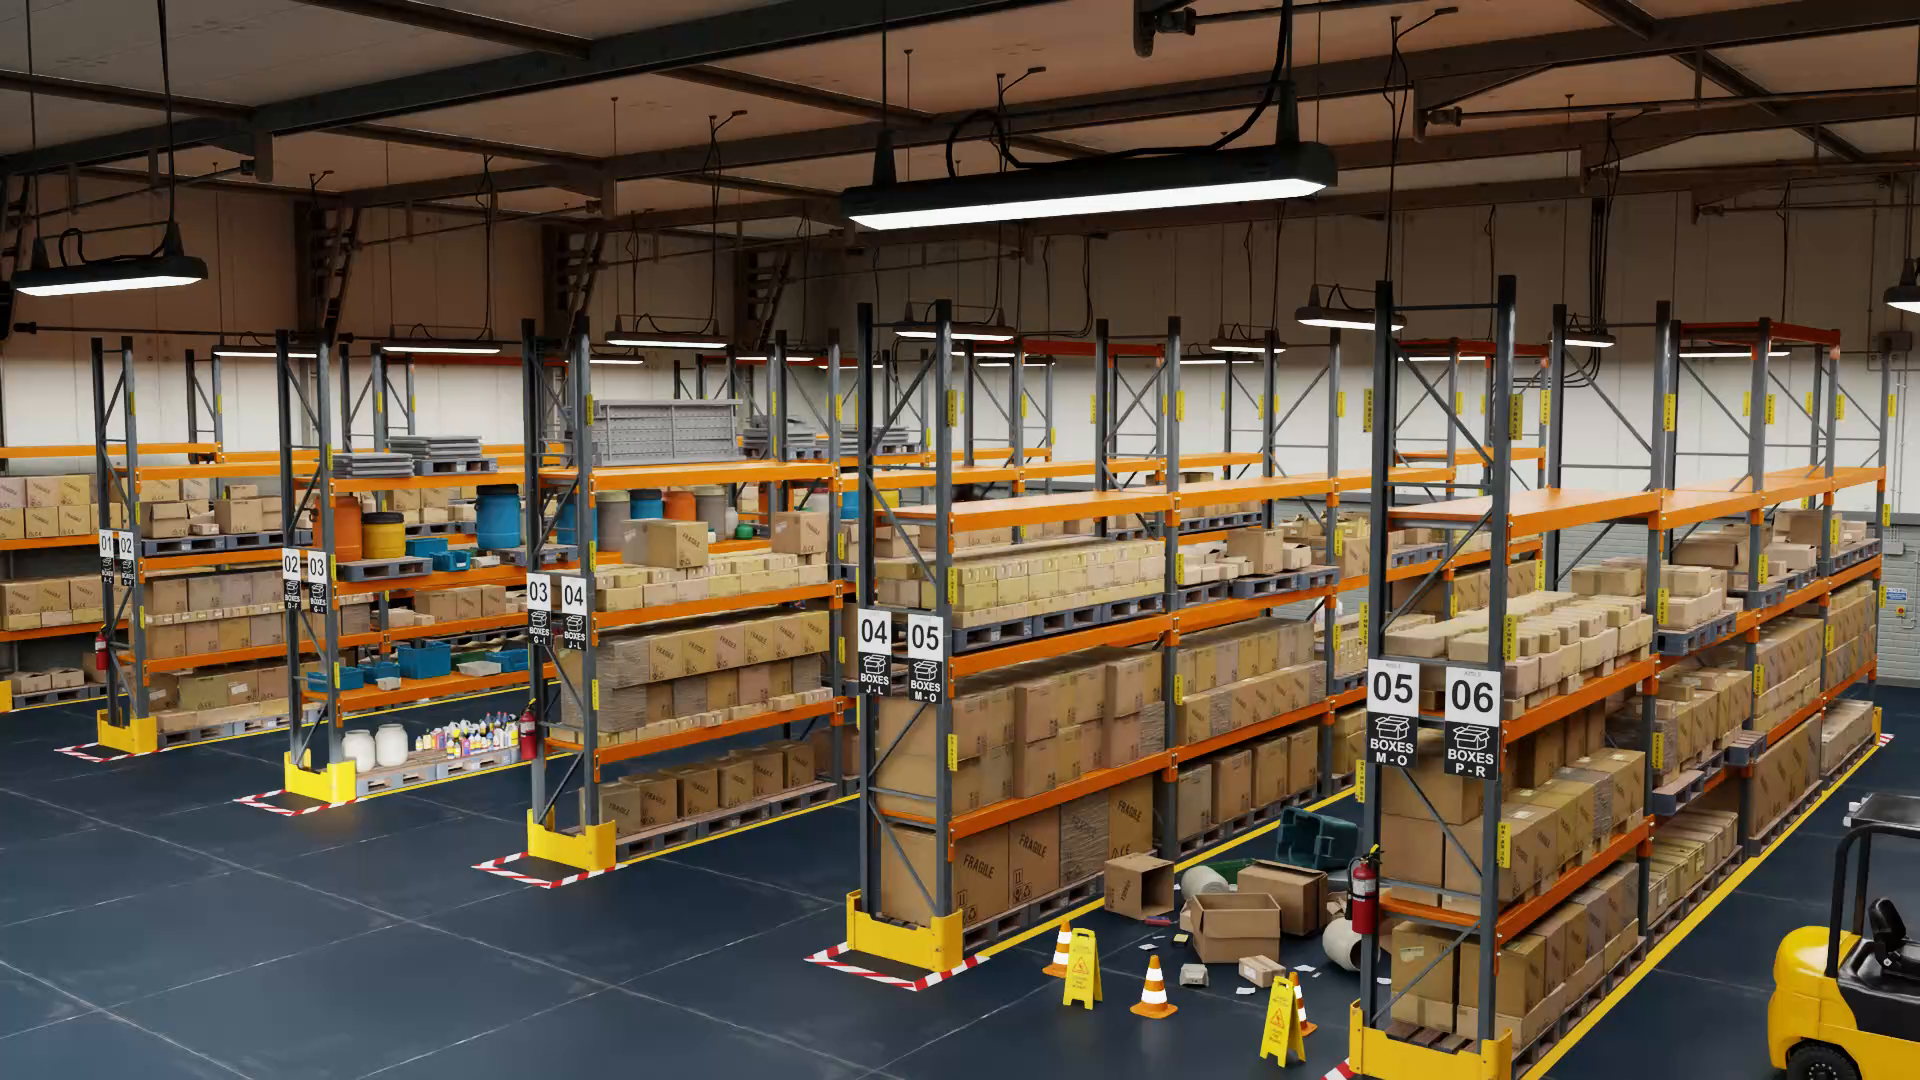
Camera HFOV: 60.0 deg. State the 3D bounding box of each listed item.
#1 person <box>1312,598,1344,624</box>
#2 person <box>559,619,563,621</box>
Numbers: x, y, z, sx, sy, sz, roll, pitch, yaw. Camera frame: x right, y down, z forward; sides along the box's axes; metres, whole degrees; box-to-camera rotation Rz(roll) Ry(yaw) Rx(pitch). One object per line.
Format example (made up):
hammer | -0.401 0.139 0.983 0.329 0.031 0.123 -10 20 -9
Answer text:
person | 6.737 1.650 30.435 0.603 1.730 0.954 2 5 25
person | -8.585 1.245 34.790 0.676 1.731 1.060 3 6 35
